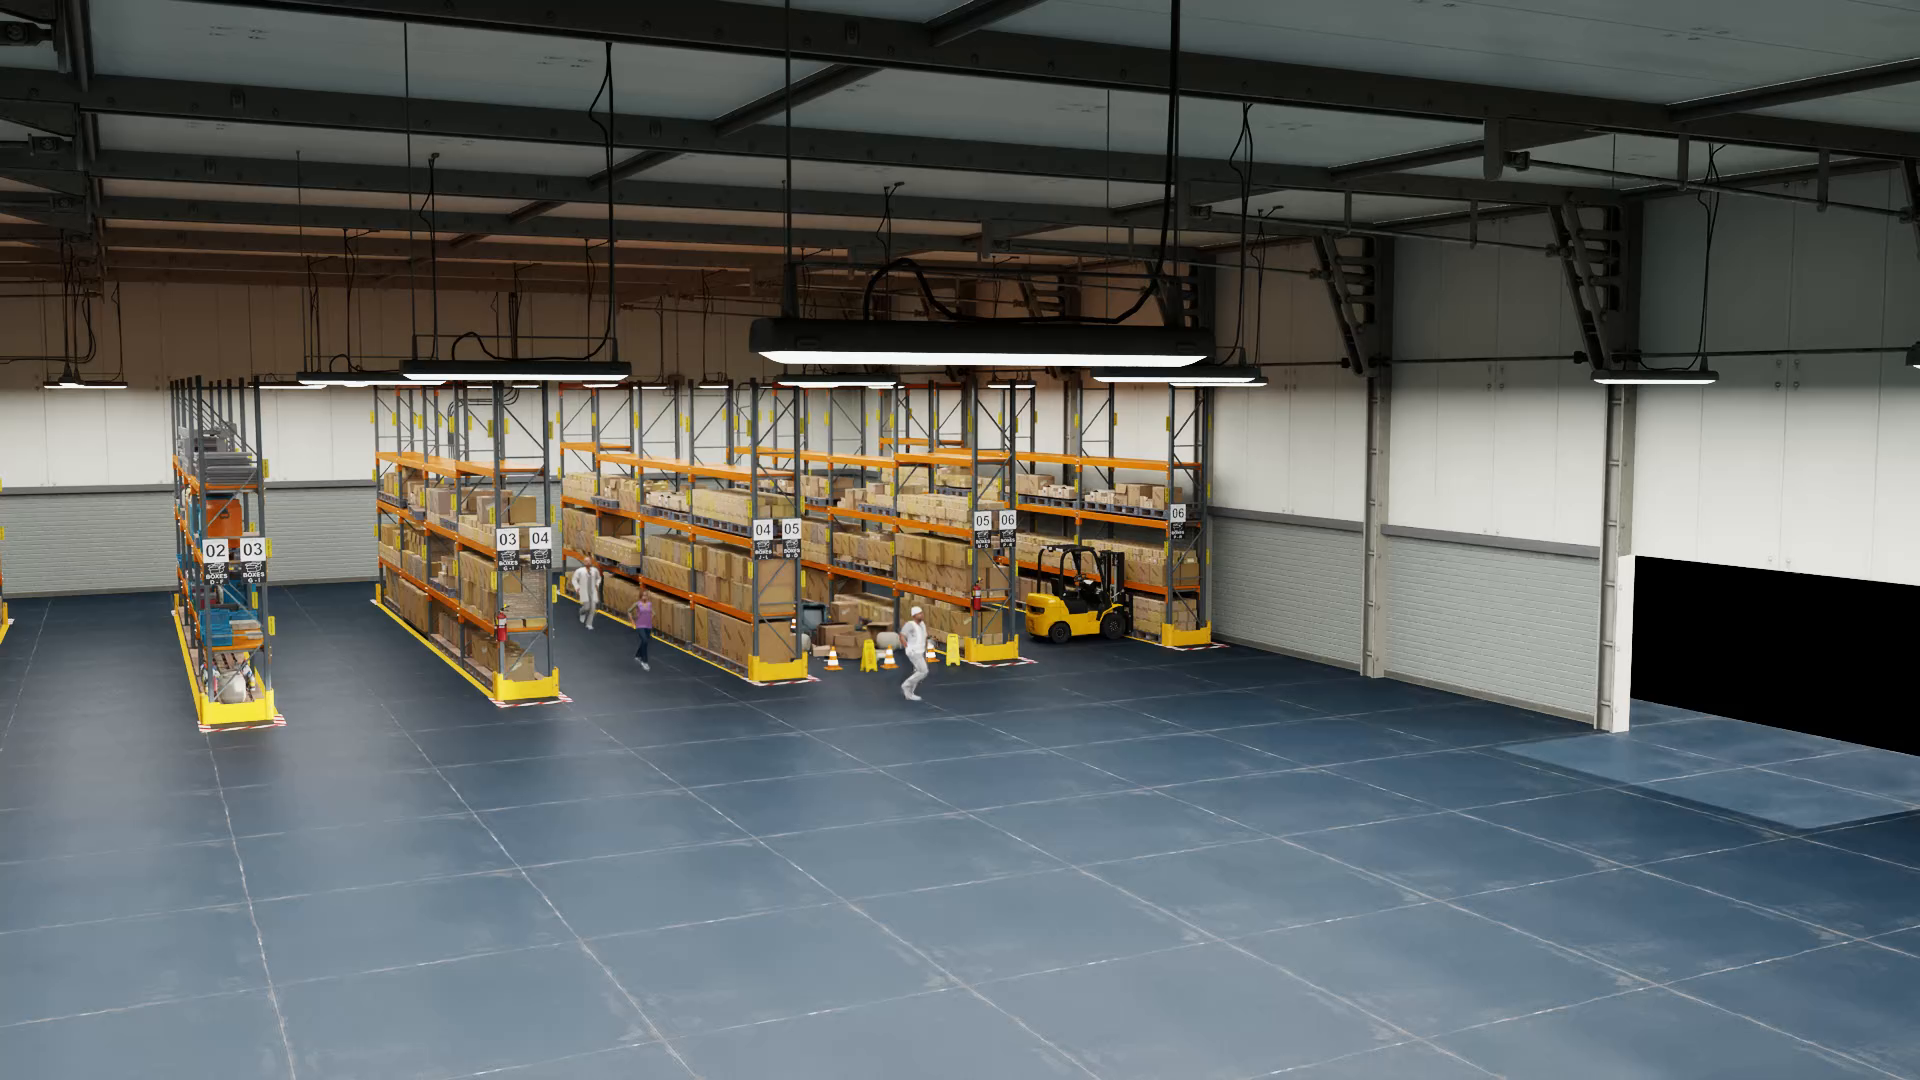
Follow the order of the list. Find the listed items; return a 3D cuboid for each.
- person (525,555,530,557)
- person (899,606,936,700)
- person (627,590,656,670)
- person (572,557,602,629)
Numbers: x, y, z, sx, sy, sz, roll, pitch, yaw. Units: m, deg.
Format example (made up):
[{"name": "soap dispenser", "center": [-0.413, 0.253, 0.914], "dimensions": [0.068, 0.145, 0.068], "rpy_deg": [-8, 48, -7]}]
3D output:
[{"name": "person", "center": [-11.767, 0.830, 45.350], "dimensions": [0.731, 1.811, 0.635], "rpy_deg": [-2, 5, -18]}, {"name": "person", "center": [-0.757, 2.101, 30.897], "dimensions": [0.597, 1.745, 0.662], "rpy_deg": [2, 5, 20]}, {"name": "person", "center": [-6.570, 1.855, 34.489], "dimensions": [0.507, 1.646, 0.728], "rpy_deg": [-5, 7, -43]}, {"name": "person", "center": [-9.023, 1.284, 40.312], "dimensions": [0.708, 1.737, 0.640], "rpy_deg": [-3, 6, -28]}]
